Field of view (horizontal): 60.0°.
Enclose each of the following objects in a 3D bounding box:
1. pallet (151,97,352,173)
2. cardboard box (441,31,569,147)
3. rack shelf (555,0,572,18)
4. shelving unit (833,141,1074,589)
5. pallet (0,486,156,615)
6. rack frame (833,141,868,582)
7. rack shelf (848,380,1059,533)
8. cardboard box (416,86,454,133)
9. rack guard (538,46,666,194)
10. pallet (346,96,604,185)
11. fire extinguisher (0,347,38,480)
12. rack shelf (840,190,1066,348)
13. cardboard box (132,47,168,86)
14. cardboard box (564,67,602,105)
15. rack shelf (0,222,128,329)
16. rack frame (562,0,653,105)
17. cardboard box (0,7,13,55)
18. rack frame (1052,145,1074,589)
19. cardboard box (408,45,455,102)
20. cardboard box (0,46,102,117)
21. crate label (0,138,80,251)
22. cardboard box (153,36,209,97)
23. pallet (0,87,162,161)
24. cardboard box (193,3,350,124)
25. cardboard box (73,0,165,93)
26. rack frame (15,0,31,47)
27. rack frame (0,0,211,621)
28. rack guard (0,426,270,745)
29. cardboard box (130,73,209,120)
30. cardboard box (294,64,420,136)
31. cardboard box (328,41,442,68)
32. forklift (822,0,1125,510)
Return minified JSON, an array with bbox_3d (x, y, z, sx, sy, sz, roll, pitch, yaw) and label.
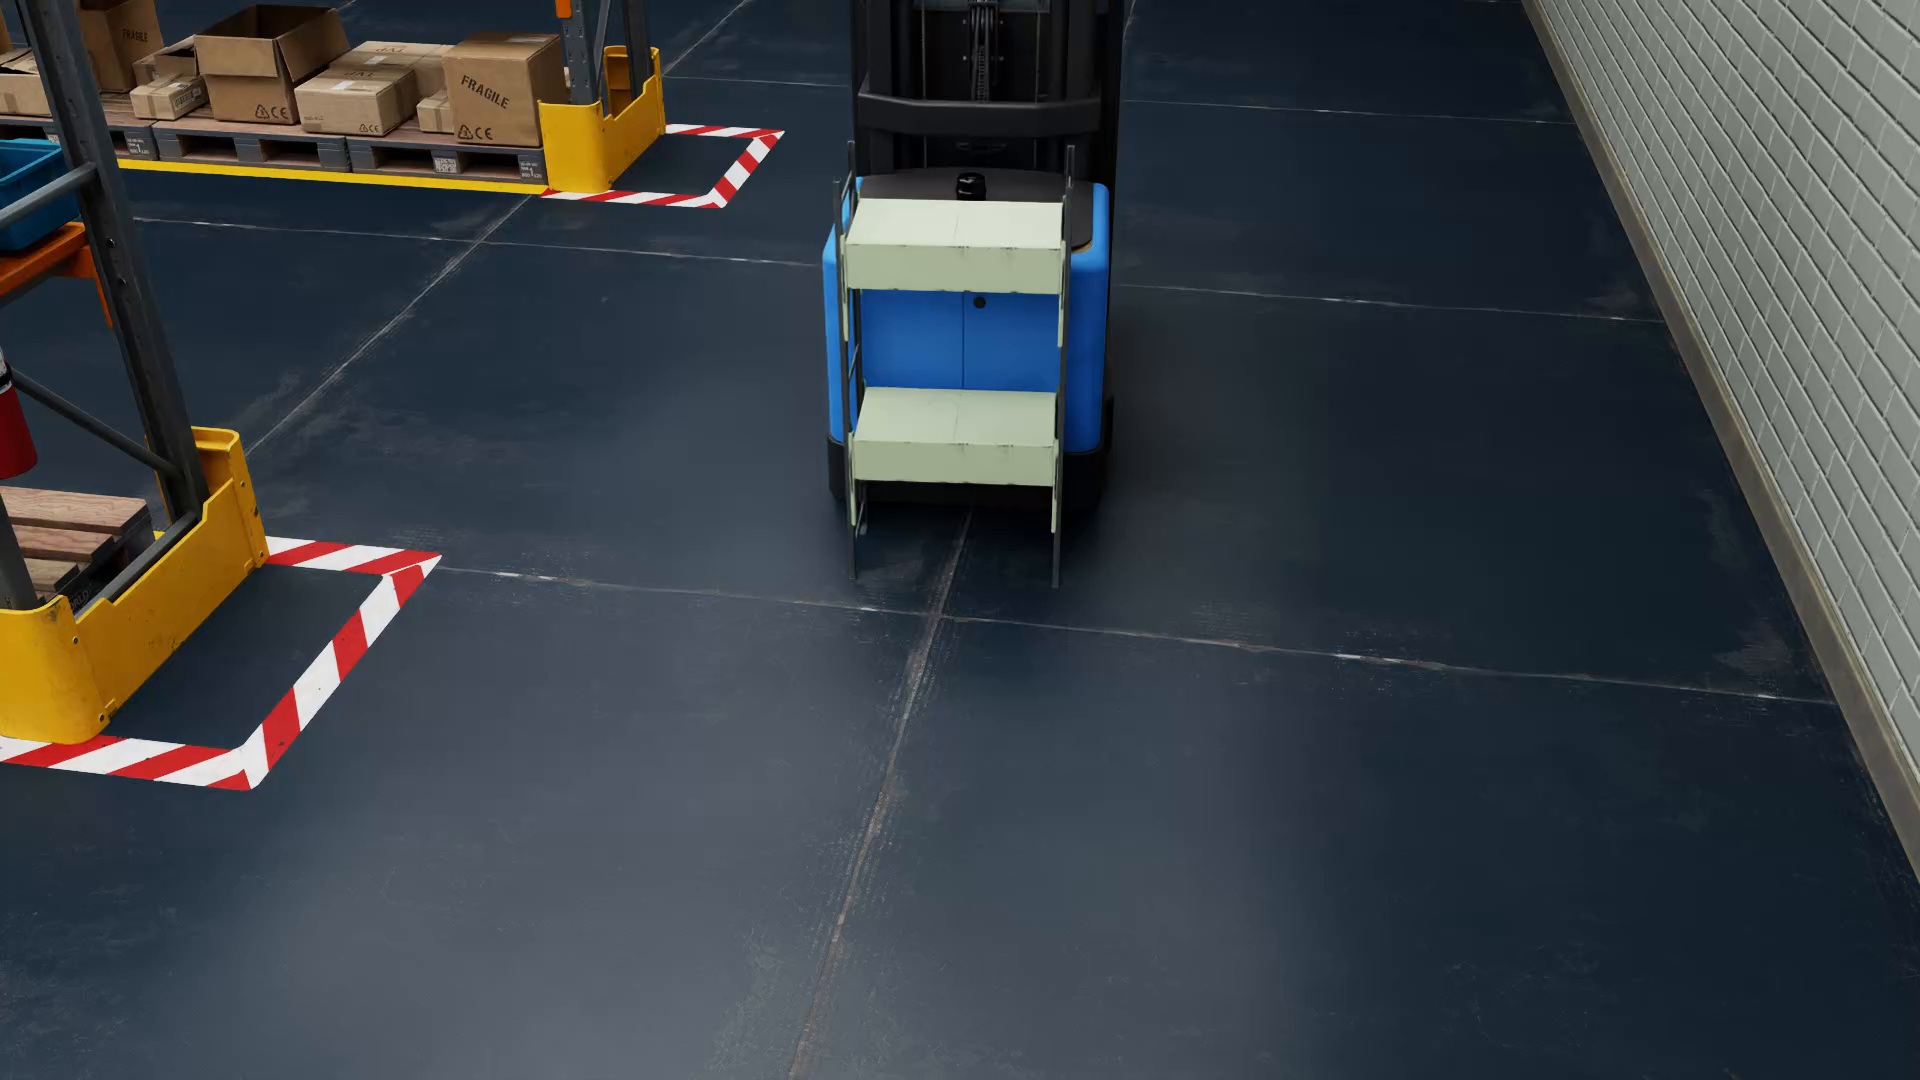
[{"bbox_3d":[-4.060,-2.535,10.101,1.213,0.211,1.003,5,32,8],"label":"pallet"},{"bbox_3d":[-2.577,-2.576,9.480,0.500,0.500,0.500,5,32,8],"label":"cardboard box"},{"bbox_3d":[-3.971,-3.403,9.538,4.000,0.370,1.077,5,32,8],"label":"rack shelf"},{"bbox_3d":[-0.010,-0.579,5.762,0.755,1.500,0.431,2,32,3],"label":"shelving unit"},{"bbox_3d":[-3.643,0.149,5.813,1.213,0.211,1.003,5,32,8],"label":"pallet"},{"bbox_3d":[-0.375,-0.592,5.782,0.023,1.500,0.400,2,32,3],"label":"rack frame"},{"bbox_3d":[-0.010,-0.303,5.935,0.720,0.370,0.431,2,32,3],"label":"rack shelf"},{"bbox_3d":[-2.961,-2.518,9.702,0.250,0.166,0.380,5,32,8],"label":"cardboard box"},{"bbox_3d":[-2.075,-2.477,9.736,0.348,0.500,1.175,5,32,8],"label":"rack guard"},{"bbox_3d":[-2.861,-2.425,9.925,1.213,0.211,1.003,5,32,8],"label":"pallet"},{"bbox_3d":[-2.765,-0.497,4.642,0.183,0.674,0.296,5,32,8],"label":"fire extinguisher"},{"bbox_3d":[-0.010,-0.910,5.555,0.720,0.370,0.431,2,32,3],"label":"rack shelf"},{"bbox_3d":[-4.954,-2.960,10.424,0.250,0.149,0.380,5,32,8],"label":"cardboard box"},{"bbox_3d":[-2.355,-2.725,10.048,0.250,0.149,0.380,5,32,8],"label":"cardboard box"},{"bbox_3d":[-4.808,-0.813,5.400,4.000,0.370,1.077,5,32,8],"label":"rack shelf"},{"bbox_3d":[-2.000,-3.530,9.062,0.127,3.000,1.000,5,32,8],"label":"rack frame"},{"bbox_3d":[-6.379,-3.184,10.451,0.500,0.500,0.500,4,32,6],"label":"cardboard box"},{"bbox_3d":[0.355,-0.566,5.741,0.023,1.500,0.400,2,32,3],"label":"rack frame"},{"bbox_3d":[-2.981,-2.792,10.061,0.500,0.250,0.500,5,32,8],"label":"cardboard box"},{"bbox_3d":[-5.565,-2.783,9.988,0.500,0.311,0.500,5,32,8],"label":"cardboard box"},{"bbox_3d":[-3.025,-1.088,5.262,0.303,0.233,0.416,5,32,8],"label":"crate label"},{"bbox_3d":[-4.594,-2.964,10.278,0.500,0.311,0.500,5,32,8],"label":"cardboard box"},{"bbox_3d":[-5.266,-2.643,10.273,1.213,0.211,1.003,5,32,8],"label":"pallet"},{"bbox_3d":[-4.090,-2.850,9.914,0.637,0.503,0.797,5,32,8],"label":"cardboard box"},{"bbox_3d":[-5.333,-3.111,10.335,0.500,0.500,0.500,5,32,8],"label":"cardboard box"},{"bbox_3d":[-5.943,-3.887,9.632,0.127,3.000,1.000,5,32,8],"label":"rack frame"},{"bbox_3d":[-2.837,-0.939,4.924,0.127,3.000,1.000,5,32,8],"label":"rack frame"},{"bbox_3d":[-2.811,0.116,5.594,0.348,0.500,1.175,5,32,8],"label":"rack guard"},{"bbox_3d":[-4.711,-2.650,9.912,0.250,0.166,0.380,5,32,8],"label":"cardboard box"},{"bbox_3d":[-3.509,-2.571,9.707,0.500,0.250,0.500,5,32,8],"label":"cardboard box"},{"bbox_3d":[-3.474,-2.837,10.132,0.500,0.250,0.500,5,32,8],"label":"cardboard box"},{"bbox_3d":[0.125,-2.114,6.865,1.130,2.935,3.031,2,32,4],"label":"forklift"}]
